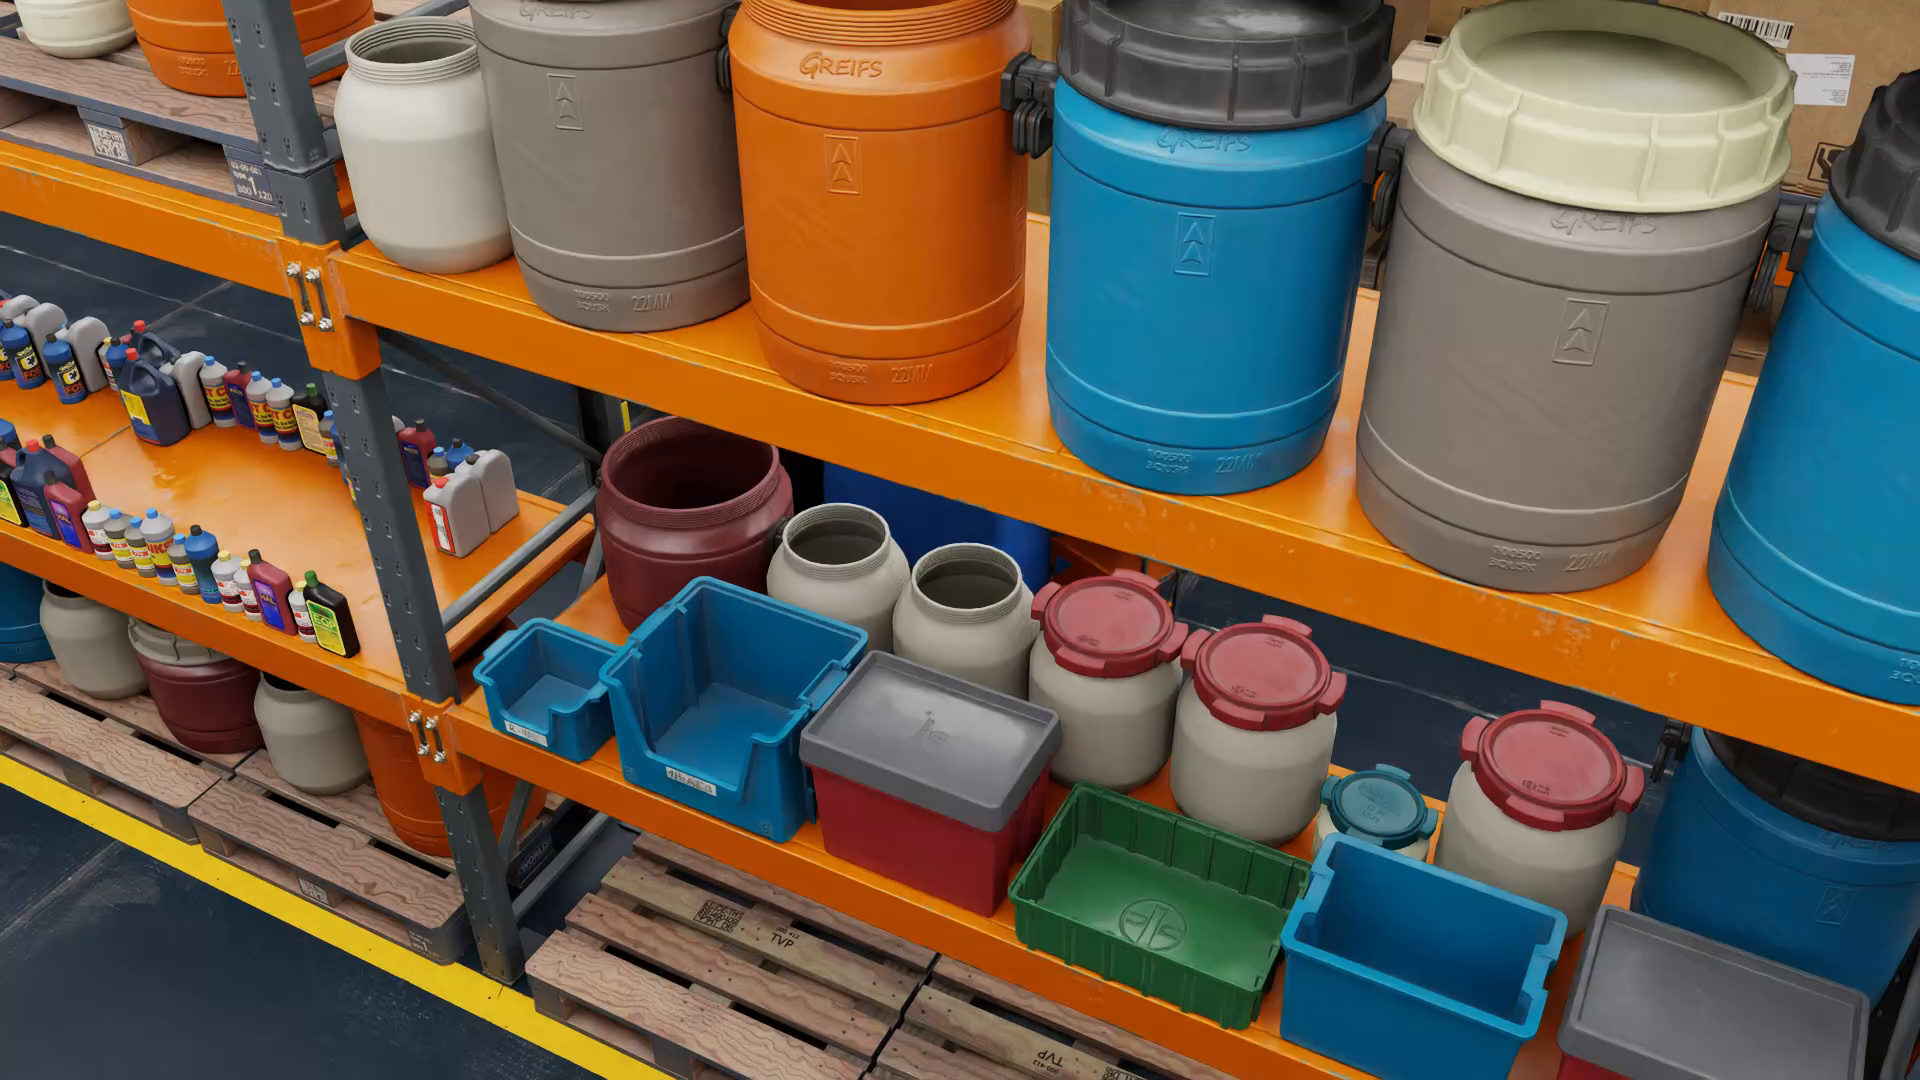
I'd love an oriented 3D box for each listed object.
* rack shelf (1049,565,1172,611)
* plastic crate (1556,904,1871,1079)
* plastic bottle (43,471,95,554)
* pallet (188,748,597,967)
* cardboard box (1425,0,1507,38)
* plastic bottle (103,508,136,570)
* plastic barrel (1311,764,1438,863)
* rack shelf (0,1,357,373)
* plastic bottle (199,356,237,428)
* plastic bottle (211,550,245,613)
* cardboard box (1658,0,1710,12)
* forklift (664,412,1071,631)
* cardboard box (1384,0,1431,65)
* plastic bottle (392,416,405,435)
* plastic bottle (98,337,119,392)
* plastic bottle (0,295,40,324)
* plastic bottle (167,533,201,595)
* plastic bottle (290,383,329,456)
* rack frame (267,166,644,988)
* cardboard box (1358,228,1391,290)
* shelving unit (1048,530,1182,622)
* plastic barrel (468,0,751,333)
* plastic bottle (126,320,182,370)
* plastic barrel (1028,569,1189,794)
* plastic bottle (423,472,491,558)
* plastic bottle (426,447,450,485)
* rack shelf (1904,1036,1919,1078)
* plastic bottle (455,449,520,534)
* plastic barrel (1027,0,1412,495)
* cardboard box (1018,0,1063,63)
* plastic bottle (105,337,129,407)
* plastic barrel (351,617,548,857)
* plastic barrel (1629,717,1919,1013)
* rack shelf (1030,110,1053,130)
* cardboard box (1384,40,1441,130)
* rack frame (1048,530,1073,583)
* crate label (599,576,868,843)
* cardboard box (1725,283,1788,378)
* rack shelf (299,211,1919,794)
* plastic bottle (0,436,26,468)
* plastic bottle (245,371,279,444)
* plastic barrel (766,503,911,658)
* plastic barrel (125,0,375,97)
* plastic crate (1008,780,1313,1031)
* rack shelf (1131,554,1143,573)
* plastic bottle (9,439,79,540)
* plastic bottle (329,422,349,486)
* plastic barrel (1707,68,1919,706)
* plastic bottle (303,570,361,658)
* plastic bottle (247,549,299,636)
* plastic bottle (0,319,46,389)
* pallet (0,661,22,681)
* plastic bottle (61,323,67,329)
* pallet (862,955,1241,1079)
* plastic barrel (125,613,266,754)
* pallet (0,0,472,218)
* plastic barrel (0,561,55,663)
[{"bbox_3d":[0.623,0.260,6.849,0.258,0.148,0.480,-29,47,-33],"label":"rack shelf"},{"bbox_3d":[1.614,1.177,3.666,0.583,0.464,0.402,17,41,21],"label":"plastic crate"},{"bbox_3d":[-2.938,-0.094,5.490,0.133,0.283,0.061,17,41,21],"label":"plastic bottle"},{"bbox_3d":[-2.086,0.974,6.292,1.213,0.211,1.003,17,41,21],"label":"pallet"},{"bbox_3d":[3.781,-4.287,12.430,0.750,0.750,1.050,17,40,21],"label":"cardboard box"},{"bbox_3d":[-2.740,-0.012,5.449,0.097,0.201,0.097,0,37,0],"label":"plastic bottle"},{"bbox_3d":[1.080,0.778,4.359,0.301,0.262,0.301,0,37,0],"label":"plastic barrel"},{"bbox_3d":[-3.143,-1.404,5.232,4.000,0.370,1.077,17,41,21],"label":"rack shelf"},{"bbox_3d":[-2.719,-0.550,6.100,0.097,0.271,0.097,0,37,0],"label":"plastic bottle"},{"bbox_3d":[-2.308,0.123,5.271,0.097,0.201,0.097,0,37,0],"label":"plastic bottle"},{"bbox_3d":[5.386,-3.787,11.771,0.750,0.750,1.050,17,41,21],"label":"cardboard box"},{"bbox_3d":[-0.580,-1.447,7.232,3.031,2.935,1.130,30,46,33],"label":"forklift"},{"bbox_3d":[1.950,-2.575,8.232,0.500,0.500,0.700,24,43,28],"label":"cardboard box"},{"bbox_3d":[-2.014,-0.312,5.783,0.135,0.276,0.152,17,41,21],"label":"plastic bottle"},{"bbox_3d":[-3.207,-0.675,6.323,0.097,0.201,0.097,0,37,0],"label":"plastic bottle"},{"bbox_3d":[-3.648,-0.824,6.458,0.135,0.276,0.152,17,41,21],"label":"plastic bottle"},{"bbox_3d":[-2.481,0.069,5.342,0.097,0.201,0.097,0,37,0],"label":"plastic bottle"},{"bbox_3d":[-2.317,-0.441,5.947,0.133,0.283,0.061,17,41,21],"label":"plastic bottle"},{"bbox_3d":[-1.367,0.061,5.189,0.127,3.000,1.000,17,41,21],"label":"rack frame"},{"bbox_3d":[2.013,-1.455,8.890,0.500,0.500,0.700,14,39,18],"label":"cardboard box"},{"bbox_3d":[0.625,0.050,6.686,0.258,1.200,0.503,-29,47,-33],"label":"shelving unit"},{"bbox_3d":[-0.738,-0.989,3.676,0.600,0.901,0.600,0,37,0],"label":"plastic barrel"},{"bbox_3d":[-2.974,-0.646,6.161,0.185,0.351,0.144,17,41,21],"label":"plastic bottle"},{"bbox_3d":[0.400,0.411,4.616,0.433,0.535,0.433,0,37,0],"label":"plastic barrel"},{"bbox_3d":[-1.673,-0.102,5.506,0.135,0.276,0.152,17,41,21],"label":"plastic bottle"},{"bbox_3d":[-1.780,-0.228,5.734,0.097,0.201,0.097,0,37,0],"label":"plastic bottle"},{"bbox_3d":[3.961,2.015,3.209,4.000,0.370,1.077,17,41,21],"label":"rack shelf"},{"bbox_3d":[-1.603,-0.184,5.614,0.135,0.276,0.152,17,41,21],"label":"plastic bottle"},{"bbox_3d":[0.472,-0.610,3.177,0.708,0.901,0.600,17,41,21],"label":"plastic barrel"},{"bbox_3d":[0.358,-2.643,8.668,0.500,0.500,0.500,19,41,23],"label":"cardboard box"},{"bbox_3d":[-3.117,-0.633,6.210,0.097,0.271,0.097,0,37,0],"label":"plastic bottle"},{"bbox_3d":[-1.809,0.631,5.886,0.708,0.830,0.600,17,41,21],"label":"plastic barrel"},{"bbox_3d":[1.981,0.703,3.928,0.708,0.901,0.600,17,41,21],"label":"plastic barrel"},{"bbox_3d":[-0.865,-2.868,9.643,4.000,0.370,1.077,17,41,21],"label":"rack shelf"},{"bbox_3d":[2.293,-2.117,7.834,0.500,0.250,0.500,16,40,20],"label":"cardboard box"},{"bbox_3d":[0.460,-0.061,6.827,0.240,1.200,0.015,-29,47,-33],"label":"rack frame"},{"bbox_3d":[-0.609,0.468,4.623,0.616,0.435,0.502,17,41,21],"label":"crate label"},{"bbox_3d":[3.927,-0.848,8.090,0.500,0.500,0.700,14,39,18],"label":"cardboard box"},{"bbox_3d":[0.409,-0.292,3.767,4.000,0.370,1.077,17,41,21],"label":"rack shelf"},{"bbox_3d":[-3.192,-0.215,5.649,0.133,0.283,0.061,17,41,21],"label":"plastic bottle"},{"bbox_3d":[-2.514,-0.486,6.016,0.097,0.271,0.097,0,37,0],"label":"plastic bottle"},{"bbox_3d":[-0.356,0.187,4.930,0.421,0.512,0.421,0,37,0],"label":"plastic barrel"},{"bbox_3d":[-1.870,-1.632,4.236,0.708,0.830,0.600,17,41,21],"label":"plastic barrel"},{"bbox_3d":[0.508,0.925,4.226,0.662,0.188,0.450,17,41,21],"label":"plastic crate"},{"bbox_3d":[0.627,-0.074,6.590,0.258,0.148,0.480,-29,47,-33],"label":"rack shelf"},{"bbox_3d":[-3.060,-0.188,5.557,0.185,0.351,0.144,17,41,21],"label":"plastic bottle"},{"bbox_3d":[-2.132,-0.325,5.804,0.097,0.271,0.097,0,37,0],"label":"plastic bottle"},{"bbox_3d":[1.633,-0.247,2.698,0.708,0.901,0.600,17,41,21],"label":"plastic barrel"},{"bbox_3d":[-1.923,0.224,5.071,0.133,0.283,0.061,17,41,21],"label":"plastic bottle"},{"bbox_3d":[-2.128,0.159,5.155,0.133,0.283,0.061,17,41,21],"label":"plastic bottle"},{"bbox_3d":[-3.570,-0.713,6.315,0.097,0.271,0.097,0,37,0],"label":"plastic bottle"},{"bbox_3d":[-4.253,0.296,7.185,1.213,0.211,1.003,17,41,21],"label":"pallet"},{"bbox_3d":[-3.413,-0.740,6.408,0.097,0.201,0.097,0,37,0],"label":"plastic bottle"},{"bbox_3d":[0.382,1.747,5.273,1.213,0.211,1.003,17,41,21],"label":"pallet"},{"bbox_3d":[-2.812,0.413,6.372,0.708,0.588,0.600,17,41,21],"label":"plastic barrel"},{"bbox_3d":[-2.001,-1.324,4.689,1.213,0.211,1.003,17,41,21],"label":"pallet"},{"bbox_3d":[-3.815,-0.026,6.691,0.708,0.901,0.600,17,41,21],"label":"plastic barrel"}]
